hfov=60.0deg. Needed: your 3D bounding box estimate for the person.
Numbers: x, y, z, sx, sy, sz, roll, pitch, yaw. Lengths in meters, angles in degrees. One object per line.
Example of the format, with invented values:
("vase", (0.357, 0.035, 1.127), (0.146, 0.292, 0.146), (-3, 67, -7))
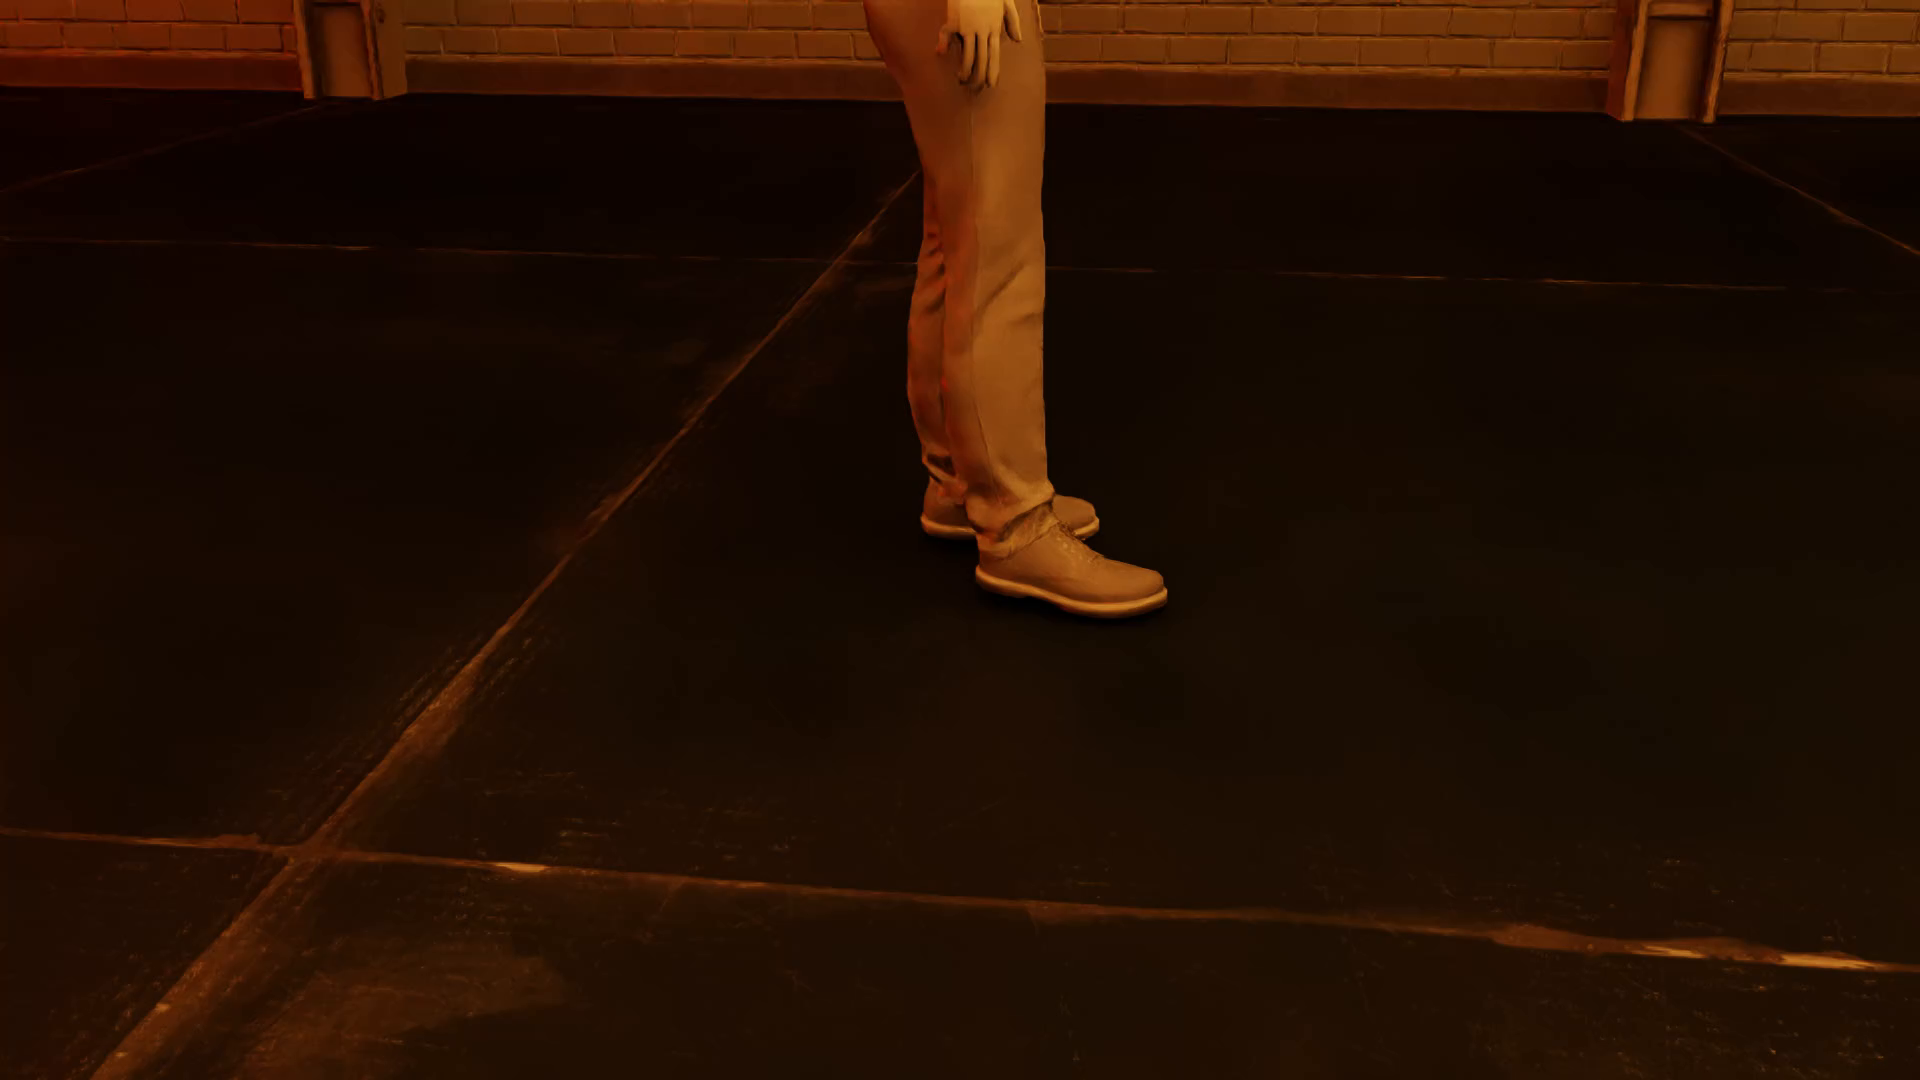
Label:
("person", (0.066, -0.787, 2.343), (0.532, 1.695, 0.586), (3, 22, 7))
